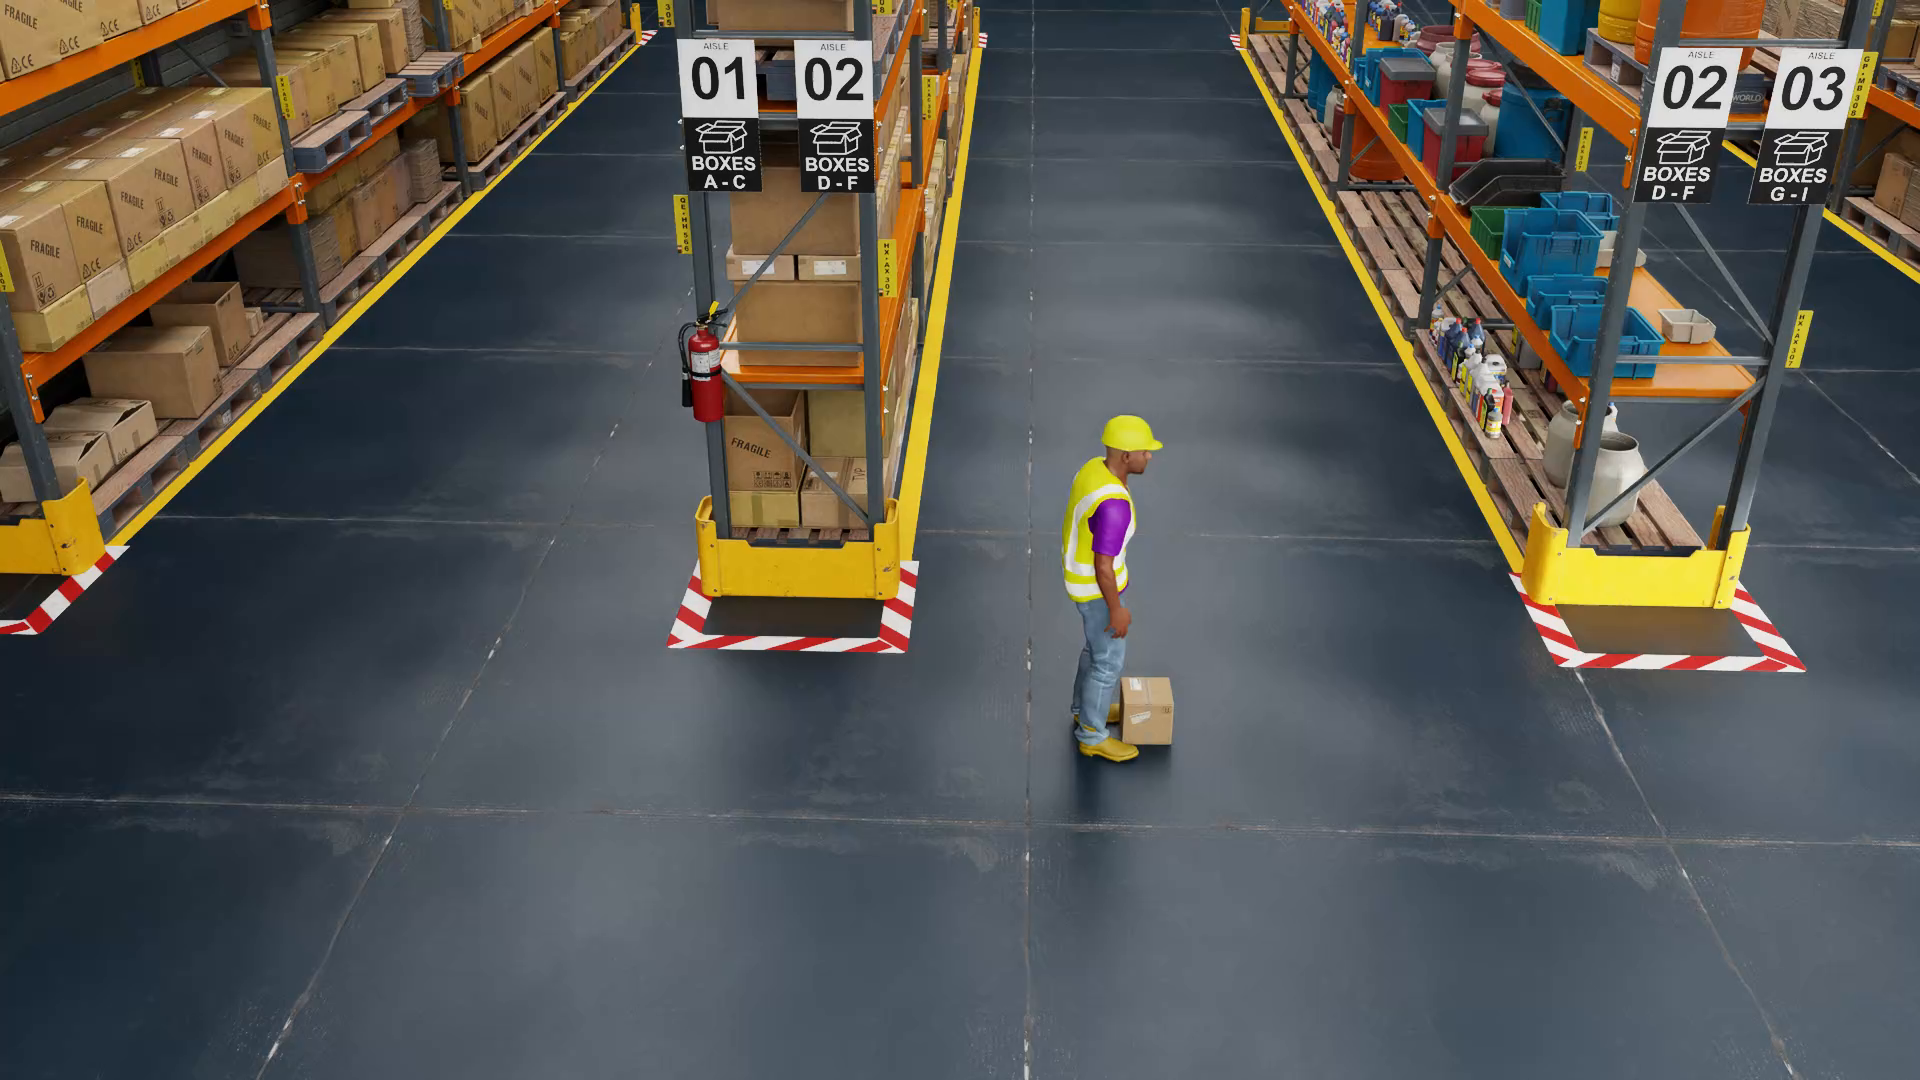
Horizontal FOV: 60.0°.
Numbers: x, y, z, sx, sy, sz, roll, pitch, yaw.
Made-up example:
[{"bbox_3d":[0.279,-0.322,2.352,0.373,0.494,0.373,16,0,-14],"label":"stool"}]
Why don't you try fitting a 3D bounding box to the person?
[{"bbox_3d":[0.731,0.212,8.204,0.459,1.757,0.638,0,28,0],"label":"person"}]
